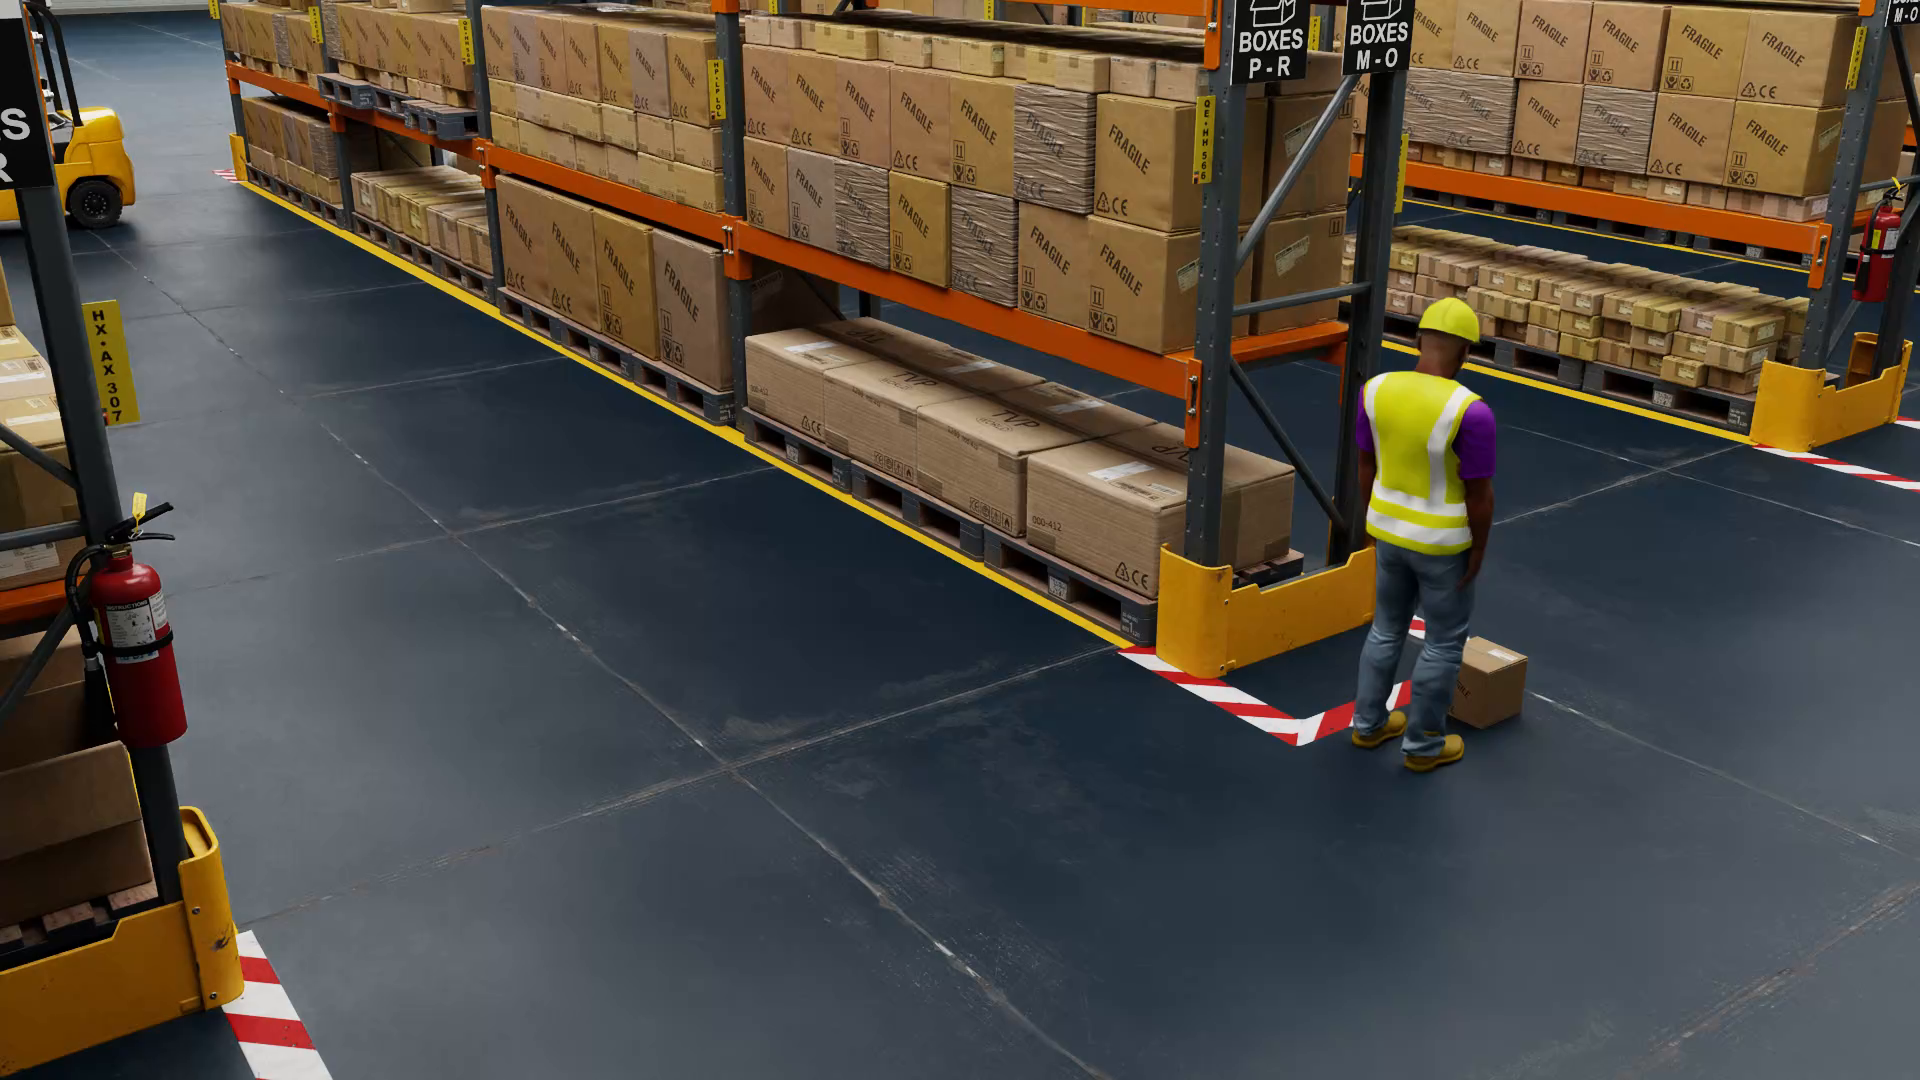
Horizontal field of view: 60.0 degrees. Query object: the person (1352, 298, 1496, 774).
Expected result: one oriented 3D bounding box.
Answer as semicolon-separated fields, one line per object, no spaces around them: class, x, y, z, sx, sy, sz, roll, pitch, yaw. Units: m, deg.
person;1.698;-0.020;6.116;0.379;1.754;0.571;-17;27;-36
